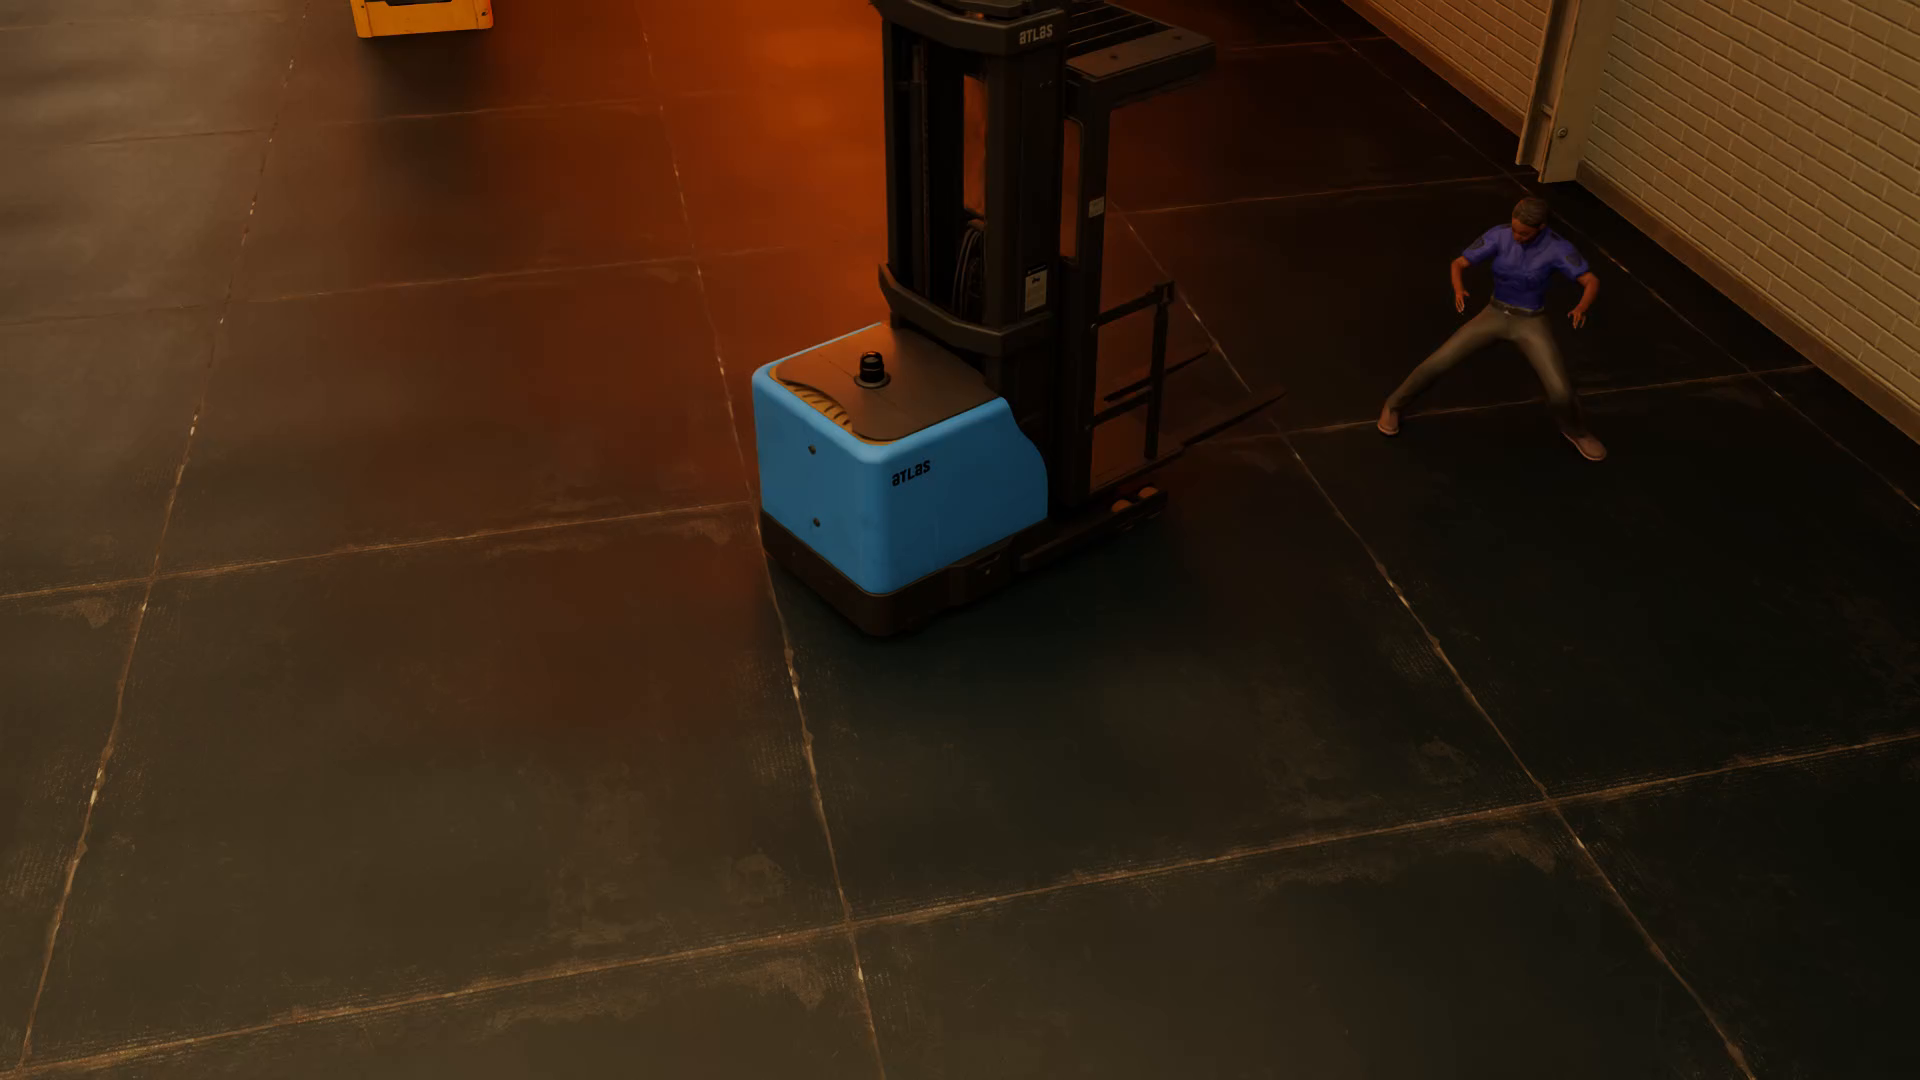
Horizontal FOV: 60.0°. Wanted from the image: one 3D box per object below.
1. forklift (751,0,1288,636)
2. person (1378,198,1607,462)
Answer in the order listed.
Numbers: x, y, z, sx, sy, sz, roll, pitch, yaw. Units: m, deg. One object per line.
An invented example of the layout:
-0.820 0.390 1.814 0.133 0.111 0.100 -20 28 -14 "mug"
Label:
0.459 -1.447 8.061 3.031 2.935 1.130 -25 43 -31 "forklift"
2.949 -1.125 8.899 1.203 1.429 0.609 25 43 31 "person"
